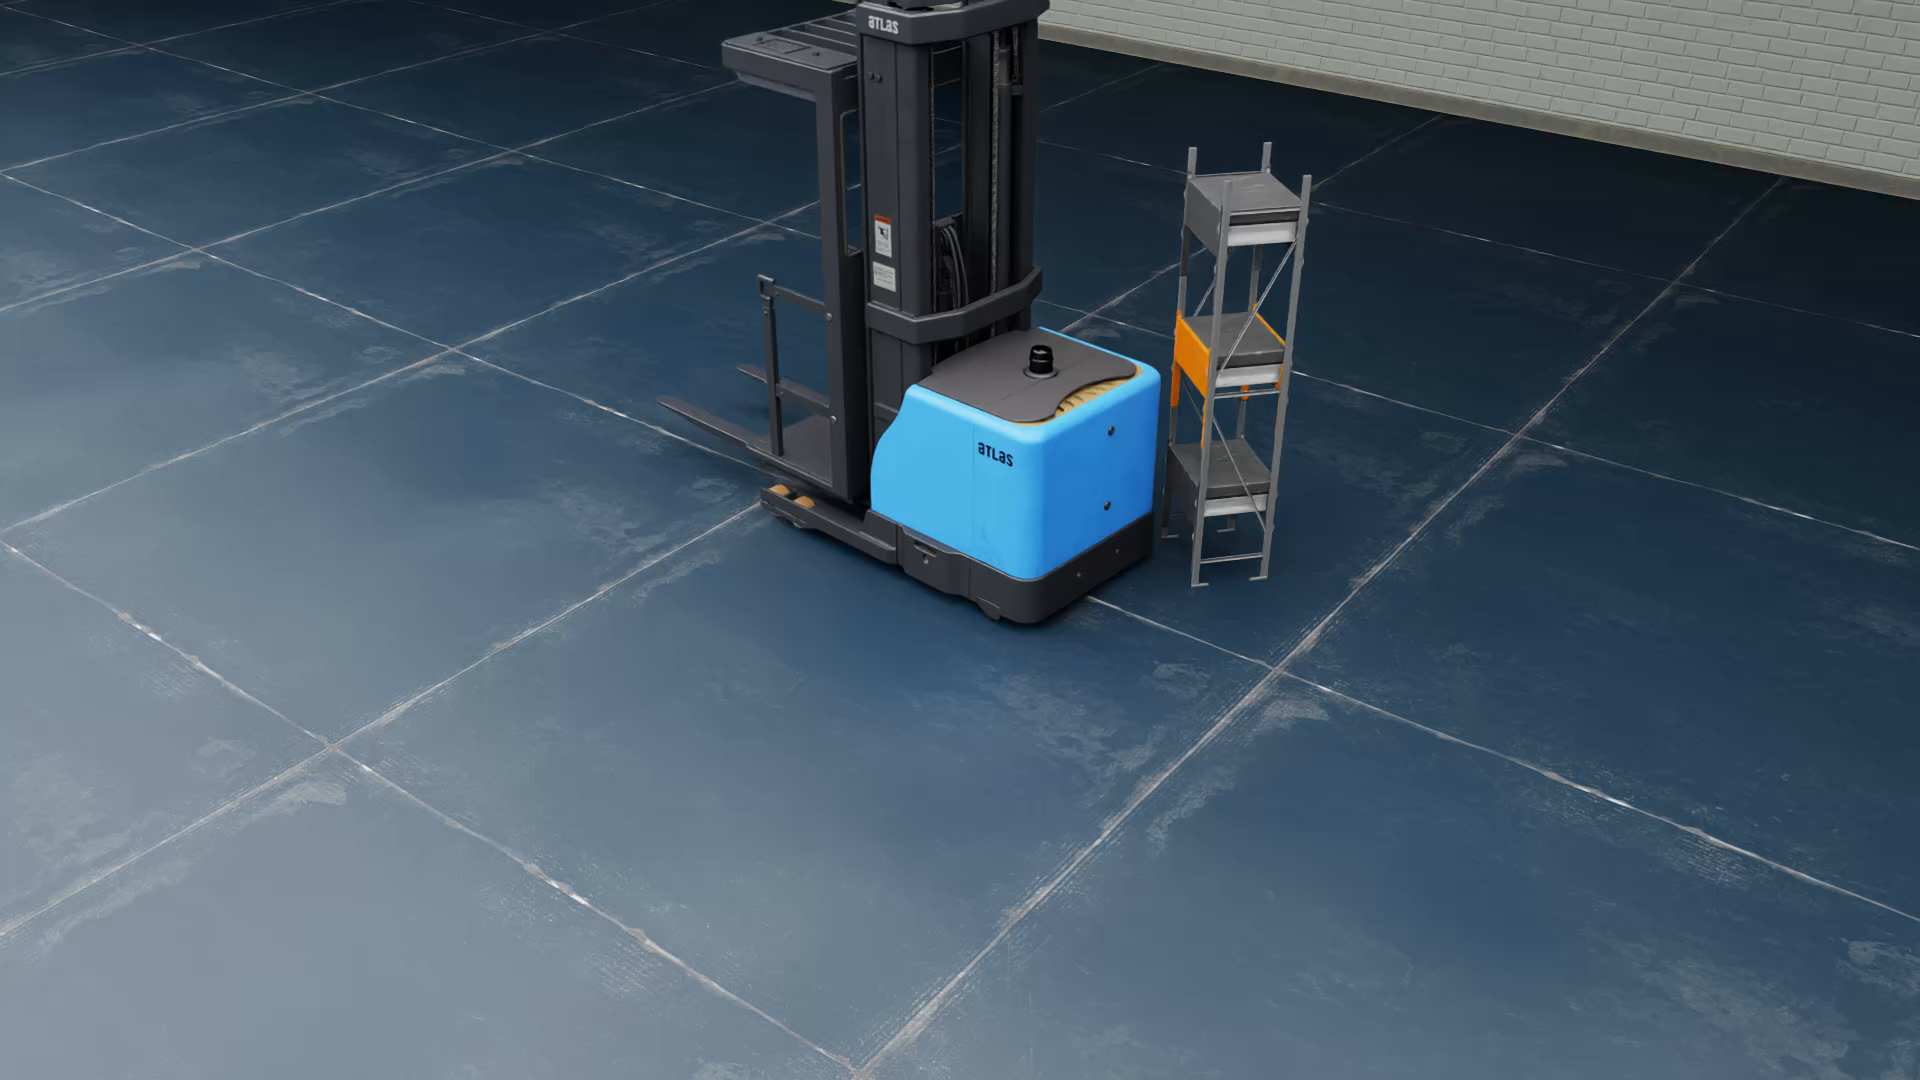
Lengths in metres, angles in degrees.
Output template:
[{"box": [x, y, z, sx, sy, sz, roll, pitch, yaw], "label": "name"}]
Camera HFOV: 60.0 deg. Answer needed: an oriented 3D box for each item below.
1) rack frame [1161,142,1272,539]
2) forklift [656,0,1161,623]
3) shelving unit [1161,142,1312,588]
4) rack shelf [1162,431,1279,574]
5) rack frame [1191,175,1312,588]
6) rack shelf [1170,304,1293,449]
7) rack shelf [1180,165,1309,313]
[{"box": [1.257, -0.931, 8.262, 0.400, 2.100, 0.015, -6, 31, -10], "label": "rack frame"}, {"box": [-0.435, -1.497, 8.401, 3.031, 2.935, 1.130, 25, 39, 36], "label": "forklift"}, {"box": [1.307, -0.809, 8.056, 0.431, 2.100, 0.503, -6, 31, -10], "label": "shelving unit"}, {"box": [1.307, -0.195, 8.420, 0.431, 0.518, 0.480, -6, 31, -10], "label": "rack shelf"}, {"box": [1.357, -0.688, 7.851, 0.400, 2.100, 0.015, -6, 31, -10], "label": "rack frame"}, {"box": [1.307, -0.798, 8.063, 0.431, 0.518, 0.480, -6, 31, -10], "label": "rack shelf"}, {"box": [1.307, -1.400, 7.706, 0.431, 0.518, 0.480, -6, 31, -10], "label": "rack shelf"}]
